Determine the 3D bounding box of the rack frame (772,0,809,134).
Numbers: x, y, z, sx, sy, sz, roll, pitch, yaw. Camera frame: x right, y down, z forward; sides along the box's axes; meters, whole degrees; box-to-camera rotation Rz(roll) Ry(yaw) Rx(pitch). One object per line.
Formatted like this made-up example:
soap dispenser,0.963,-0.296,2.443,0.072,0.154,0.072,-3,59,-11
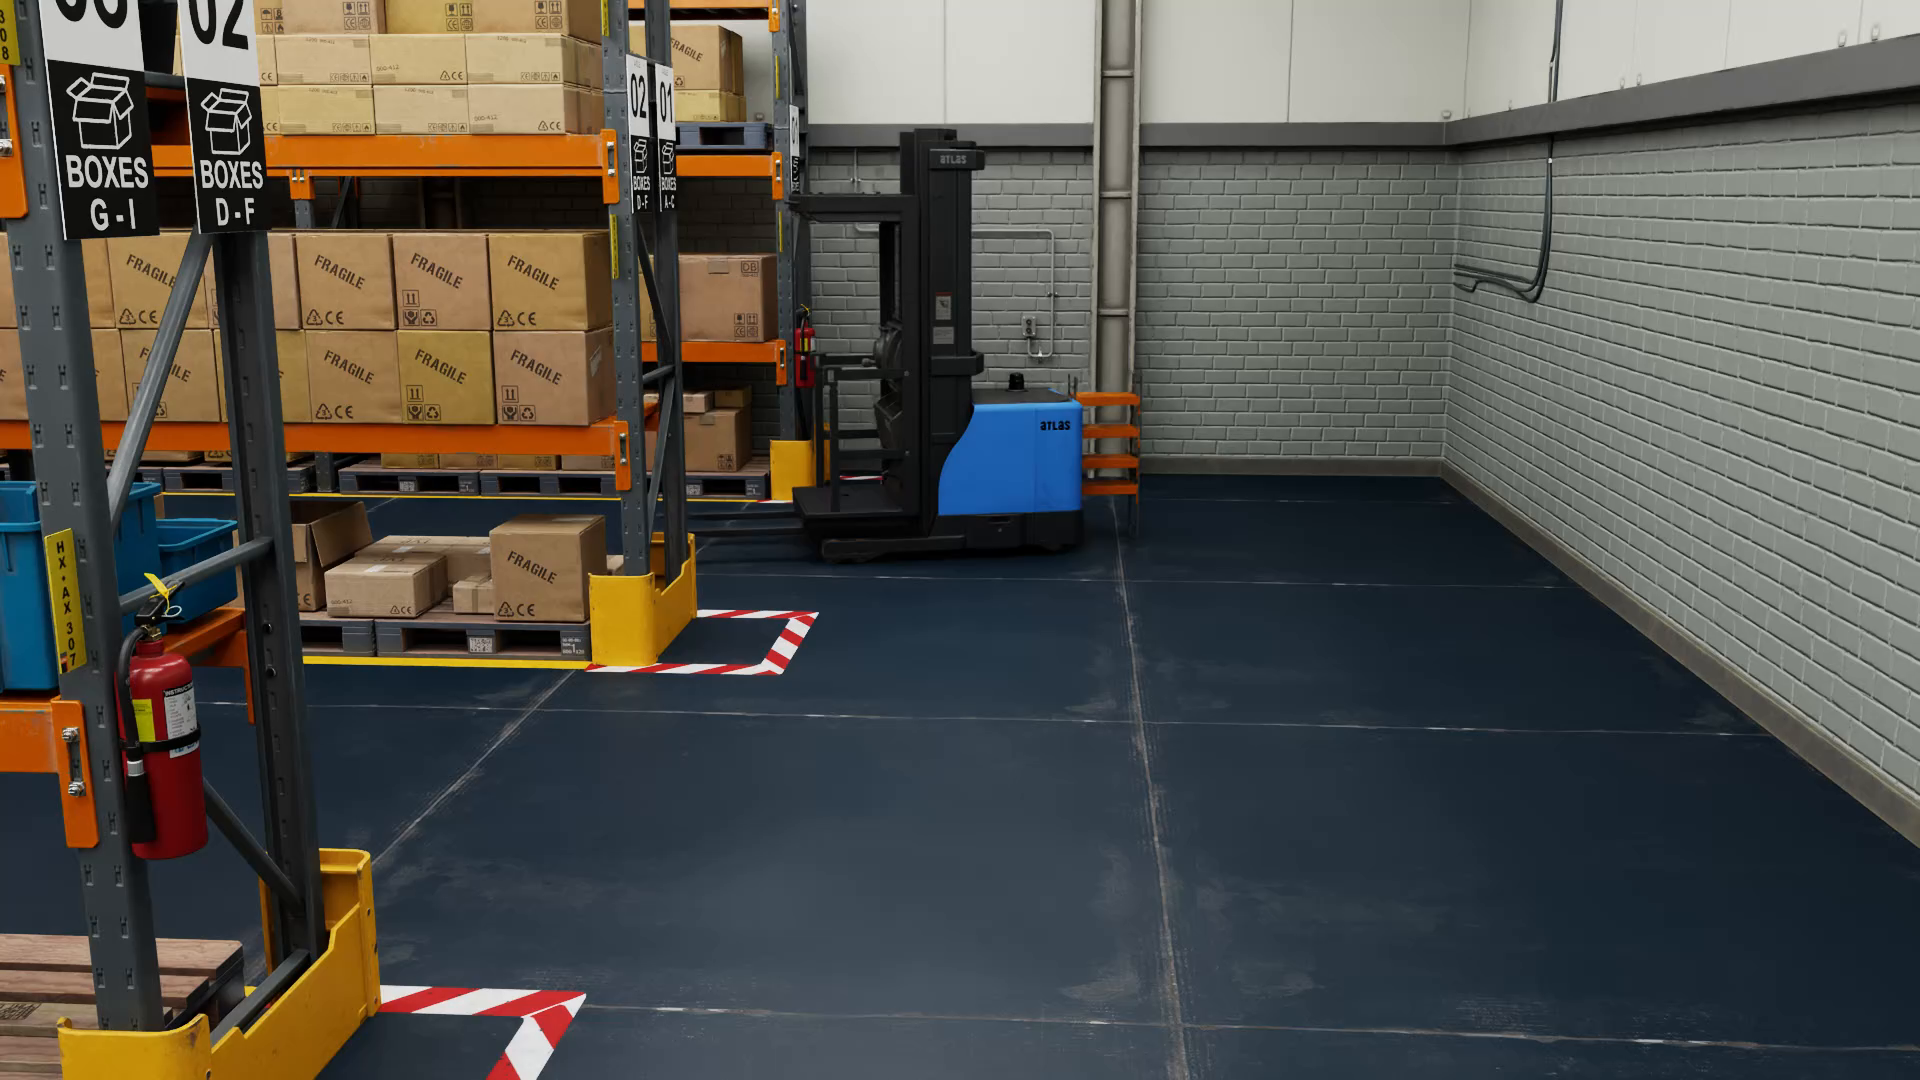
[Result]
rack frame,-1.394,-4.851,13.479,0.127,3.000,1.000,1,12,4

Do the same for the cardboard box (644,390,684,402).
cardboard box,-2.494,-1.171,14.034,0.250,0.149,0.380,1,12,5

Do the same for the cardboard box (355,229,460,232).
cardboard box,-3.167,-1.514,9.493,0.500,0.500,0.500,1,12,5

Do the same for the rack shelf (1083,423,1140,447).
rack shelf,1.057,-0.772,12.255,0.480,0.148,0.258,-2,12,-10

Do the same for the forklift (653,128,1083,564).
forklift,-0.689,-1.387,11.742,3.031,2.935,1.130,-2,12,-10

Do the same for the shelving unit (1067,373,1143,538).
shelving unit,1.056,-0.619,12.287,0.503,1.200,0.258,-2,12,-10

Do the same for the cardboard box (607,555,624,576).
cardboard box,-2.116,0.202,9.865,0.250,0.149,0.380,1,12,4

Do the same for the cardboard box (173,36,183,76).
cardboard box,-4.247,-2.523,8.824,0.500,0.250,0.500,1,12,4

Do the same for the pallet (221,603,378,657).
pallet,-3.807,0.434,9.679,1.213,0.211,1.003,1,12,4

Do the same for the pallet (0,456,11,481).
pallet,-8.594,-0.633,14.777,1.213,0.211,1.003,1,12,4

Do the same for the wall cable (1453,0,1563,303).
wall cable,4.225,-3.180,13.078,0.112,2.526,3.097,1,12,4

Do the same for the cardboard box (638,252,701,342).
cardboard box,-2.630,-2.074,14.123,0.700,0.700,0.980,1,12,3

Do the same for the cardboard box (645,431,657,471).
cardboard box,-2.598,-0.892,14.287,0.500,0.500,0.700,1,12,4

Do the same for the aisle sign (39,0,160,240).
aisle sign,-2.004,-1.102,3.861,0.004,0.787,0.394,1,12,4

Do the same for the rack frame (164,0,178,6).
rack frame,-2.056,-2.827,3.804,0.127,3.000,1.000,1,12,4

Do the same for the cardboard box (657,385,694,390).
cardboard box,-2.466,-1.249,14.407,0.250,0.149,0.380,1,12,4

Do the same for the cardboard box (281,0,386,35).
cardboard box,-3.234,-2.922,8.897,0.500,0.500,0.700,1,12,4

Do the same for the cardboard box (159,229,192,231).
cardboard box,-4.679,-1.535,9.593,0.500,0.500,0.500,1,12,3

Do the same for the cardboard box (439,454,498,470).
cardboard box,-4.145,-0.912,14.383,0.500,0.500,0.700,1,12,3

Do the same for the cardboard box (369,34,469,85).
cardboard box,-2.750,-2.503,8.729,0.500,0.250,0.500,1,12,4

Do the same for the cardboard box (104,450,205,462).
cardboard box,-6.929,-1.116,14.503,0.750,0.750,0.750,1,12,5

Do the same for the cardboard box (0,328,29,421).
cardboard box,-5.222,-0.943,9.207,0.500,0.500,0.500,1,12,5

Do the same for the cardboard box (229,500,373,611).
cardboard box,-3.837,0.074,9.610,0.637,0.503,0.797,1,12,4

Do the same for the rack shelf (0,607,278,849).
rack shelf,-4.052,0.434,4.622,4.000,0.370,1.077,1,12,4

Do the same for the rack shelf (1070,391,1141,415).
rack shelf,1.059,-1.003,12.207,0.480,0.148,0.258,-2,12,-10

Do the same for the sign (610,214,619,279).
sign,-1.778,-1.511,8.564,0.005,0.325,0.100,1,12,4

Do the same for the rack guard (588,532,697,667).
rack guard,-1.797,0.320,9.516,0.348,0.500,1.175,1,12,4

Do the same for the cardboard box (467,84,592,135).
cardboard box,-2.251,-2.250,8.740,0.500,0.250,0.500,1,12,4

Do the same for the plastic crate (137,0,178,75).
plastic crate,-2.422,-1.357,4.421,0.590,0.269,0.497,1,12,4

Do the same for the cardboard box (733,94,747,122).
cardboard box,-2.106,-3.624,14.036,0.500,0.250,0.500,1,12,7

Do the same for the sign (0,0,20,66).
sign,-2.077,-1.195,3.583,0.005,0.325,0.100,1,12,4

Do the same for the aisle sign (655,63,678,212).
aisle sign,-1.634,-2.234,9.271,0.004,0.787,0.394,1,12,4

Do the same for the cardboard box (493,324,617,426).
cardboard box,-2.186,-0.902,9.008,0.500,0.500,0.500,1,12,5

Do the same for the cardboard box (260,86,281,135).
cardboard box,-3.747,-2.274,8.851,0.500,0.250,0.500,1,12,4

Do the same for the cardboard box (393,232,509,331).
cardboard box,-2.688,-1.397,8.935,0.500,0.500,0.500,1,12,5

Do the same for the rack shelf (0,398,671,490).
rack shelf,-3.717,-0.577,9.460,4.000,0.370,1.077,1,12,4

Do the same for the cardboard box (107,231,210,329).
cardboard box,-4.233,-1.417,9.031,0.500,0.500,0.500,0,12,2

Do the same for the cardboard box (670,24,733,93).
cardboard box,-2.142,-3.885,13.453,0.500,0.500,0.500,1,12,4

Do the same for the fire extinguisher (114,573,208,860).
fire extinguisher,-1.936,0.425,4.010,0.183,0.674,0.296,1,12,4

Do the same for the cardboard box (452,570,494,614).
cardboard box,-2.678,0.288,9.410,0.250,0.166,0.380,1,12,4

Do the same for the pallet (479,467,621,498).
pallet,-3.411,-0.562,14.437,1.213,0.211,1.003,1,12,4

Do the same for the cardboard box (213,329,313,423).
cardboard box,-3.704,-0.923,9.110,0.500,0.500,0.500,1,12,3

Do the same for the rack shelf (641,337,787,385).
rack shelf,-3.389,-1.590,14.298,4.000,0.370,1.077,1,12,4

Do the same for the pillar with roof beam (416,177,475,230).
pillar with roof beam,-4.916,-4.193,10.335,0.400,9.000,9.100,1,12,4
